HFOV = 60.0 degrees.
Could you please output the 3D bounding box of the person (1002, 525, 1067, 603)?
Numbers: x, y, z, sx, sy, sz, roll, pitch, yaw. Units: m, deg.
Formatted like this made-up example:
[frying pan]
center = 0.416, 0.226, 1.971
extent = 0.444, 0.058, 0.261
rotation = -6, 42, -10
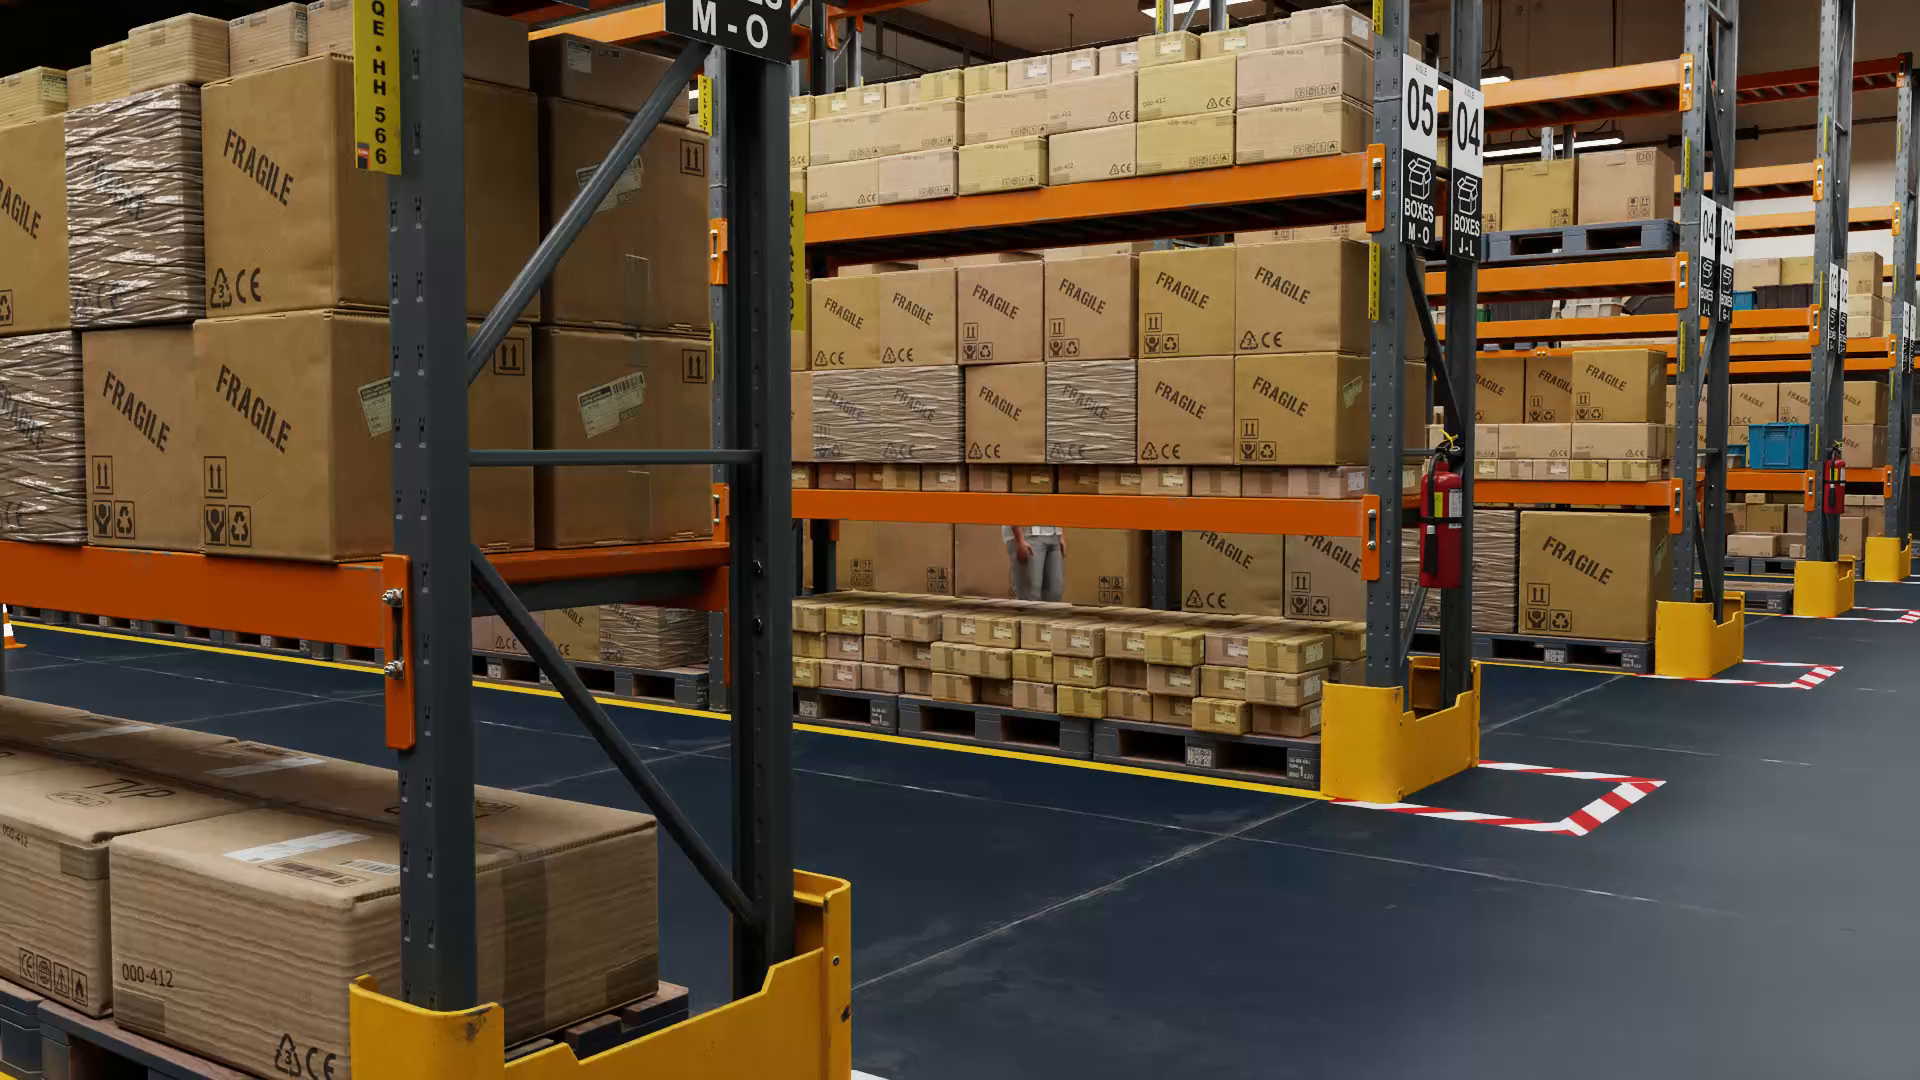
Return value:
[person]
center = 0.536, 0.006, 11.723
extent = 0.432, 1.748, 0.585
rotation = 2, 4, 36
